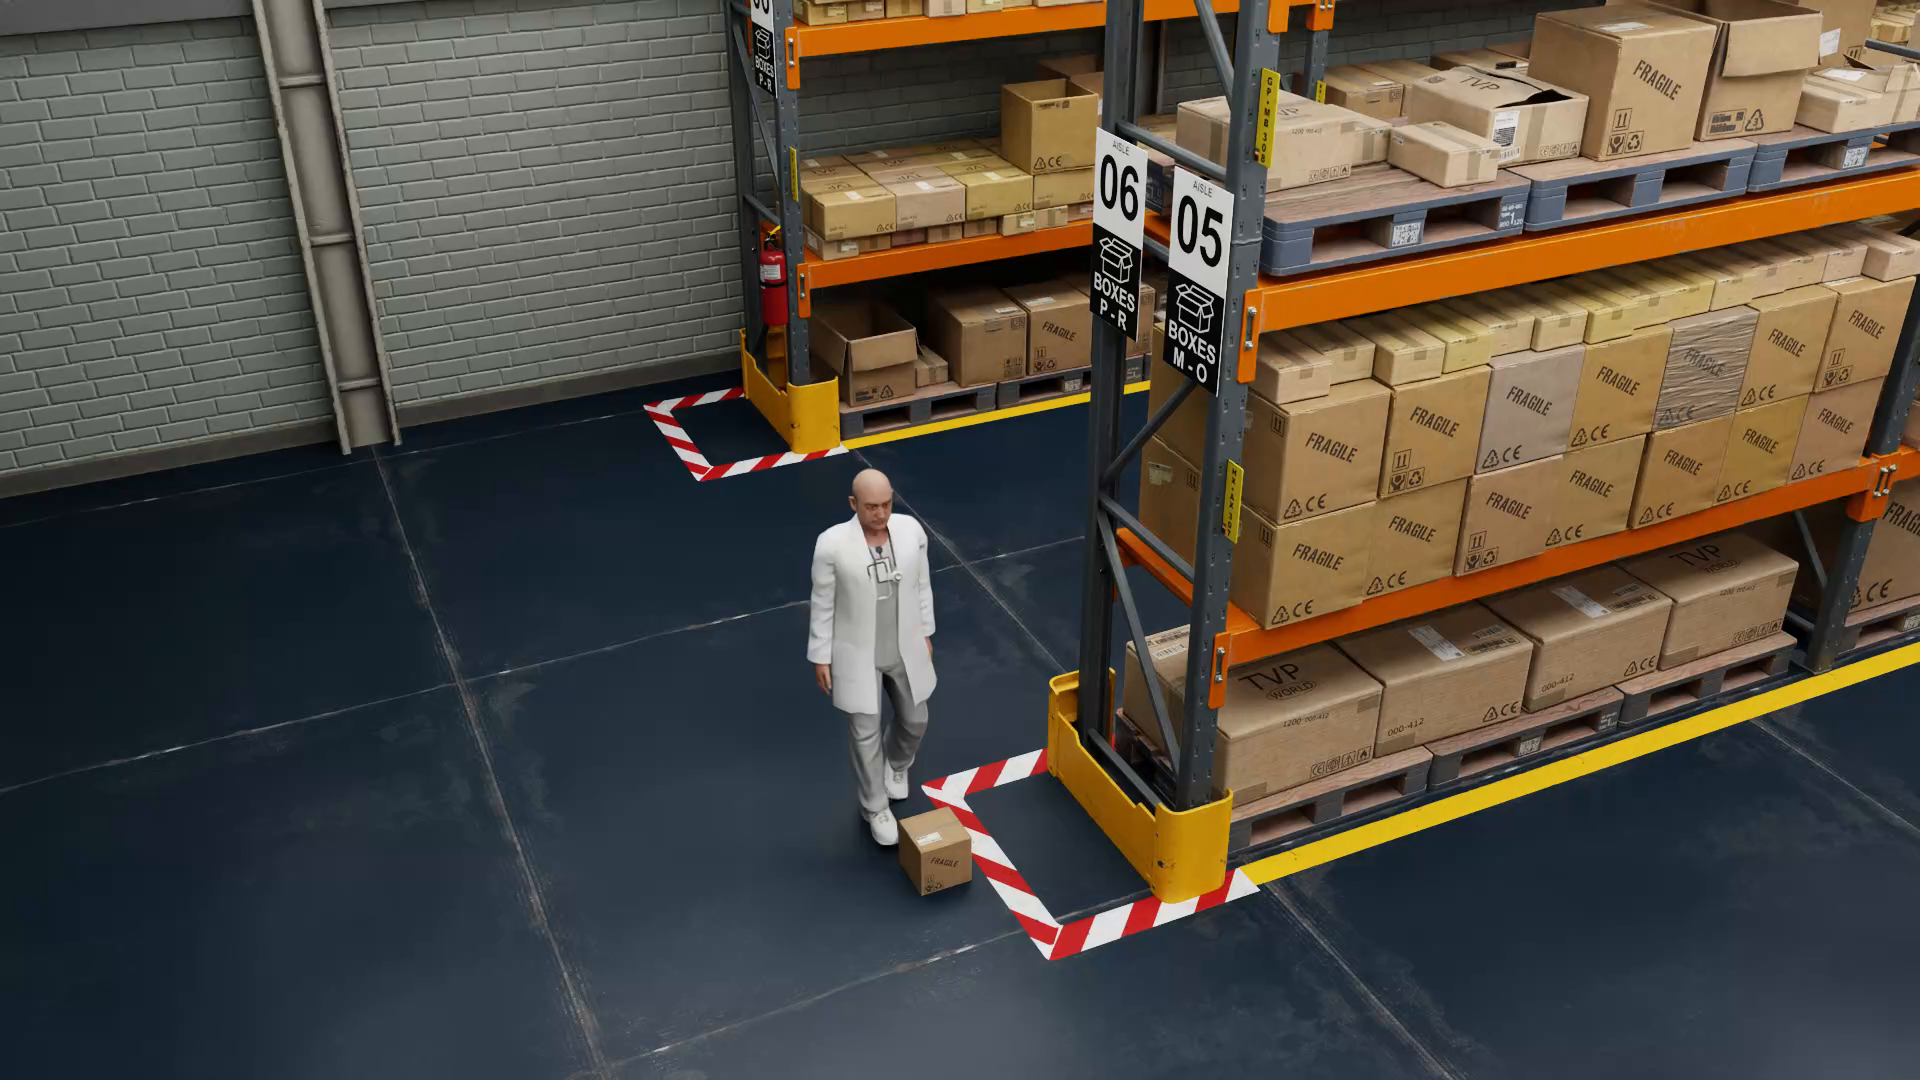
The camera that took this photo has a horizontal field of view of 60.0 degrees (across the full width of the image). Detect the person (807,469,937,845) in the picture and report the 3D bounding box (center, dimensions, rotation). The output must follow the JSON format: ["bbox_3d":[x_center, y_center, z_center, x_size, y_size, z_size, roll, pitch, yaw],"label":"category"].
[{"bbox_3d":[-0.392,0.518,7.547,0.616,1.799,0.683,-10,31,-18],"label":"person"}]
